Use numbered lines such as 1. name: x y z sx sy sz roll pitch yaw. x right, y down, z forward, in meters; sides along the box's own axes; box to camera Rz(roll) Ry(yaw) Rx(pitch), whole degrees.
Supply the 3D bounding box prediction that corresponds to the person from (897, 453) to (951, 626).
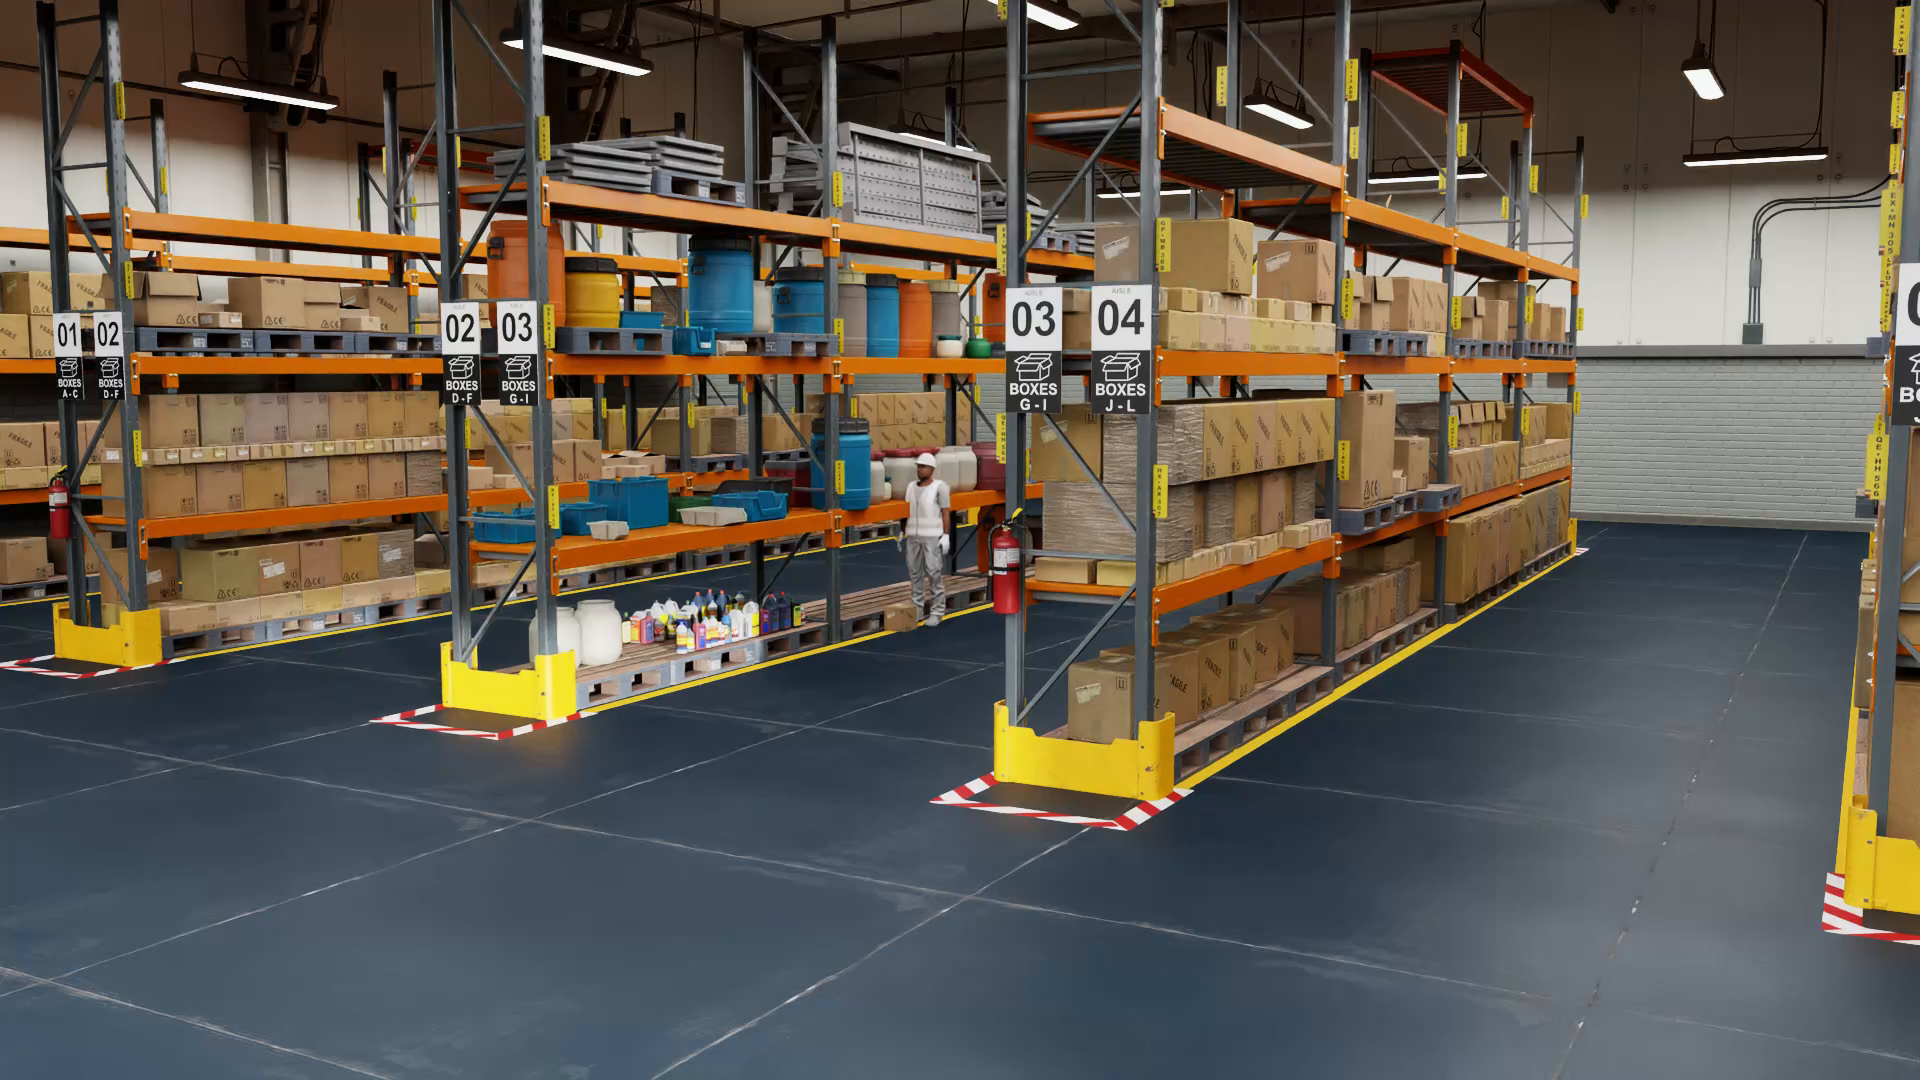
1. person: -0.384 -0.016 17.536 0.572 1.798 0.417 3 7 29
